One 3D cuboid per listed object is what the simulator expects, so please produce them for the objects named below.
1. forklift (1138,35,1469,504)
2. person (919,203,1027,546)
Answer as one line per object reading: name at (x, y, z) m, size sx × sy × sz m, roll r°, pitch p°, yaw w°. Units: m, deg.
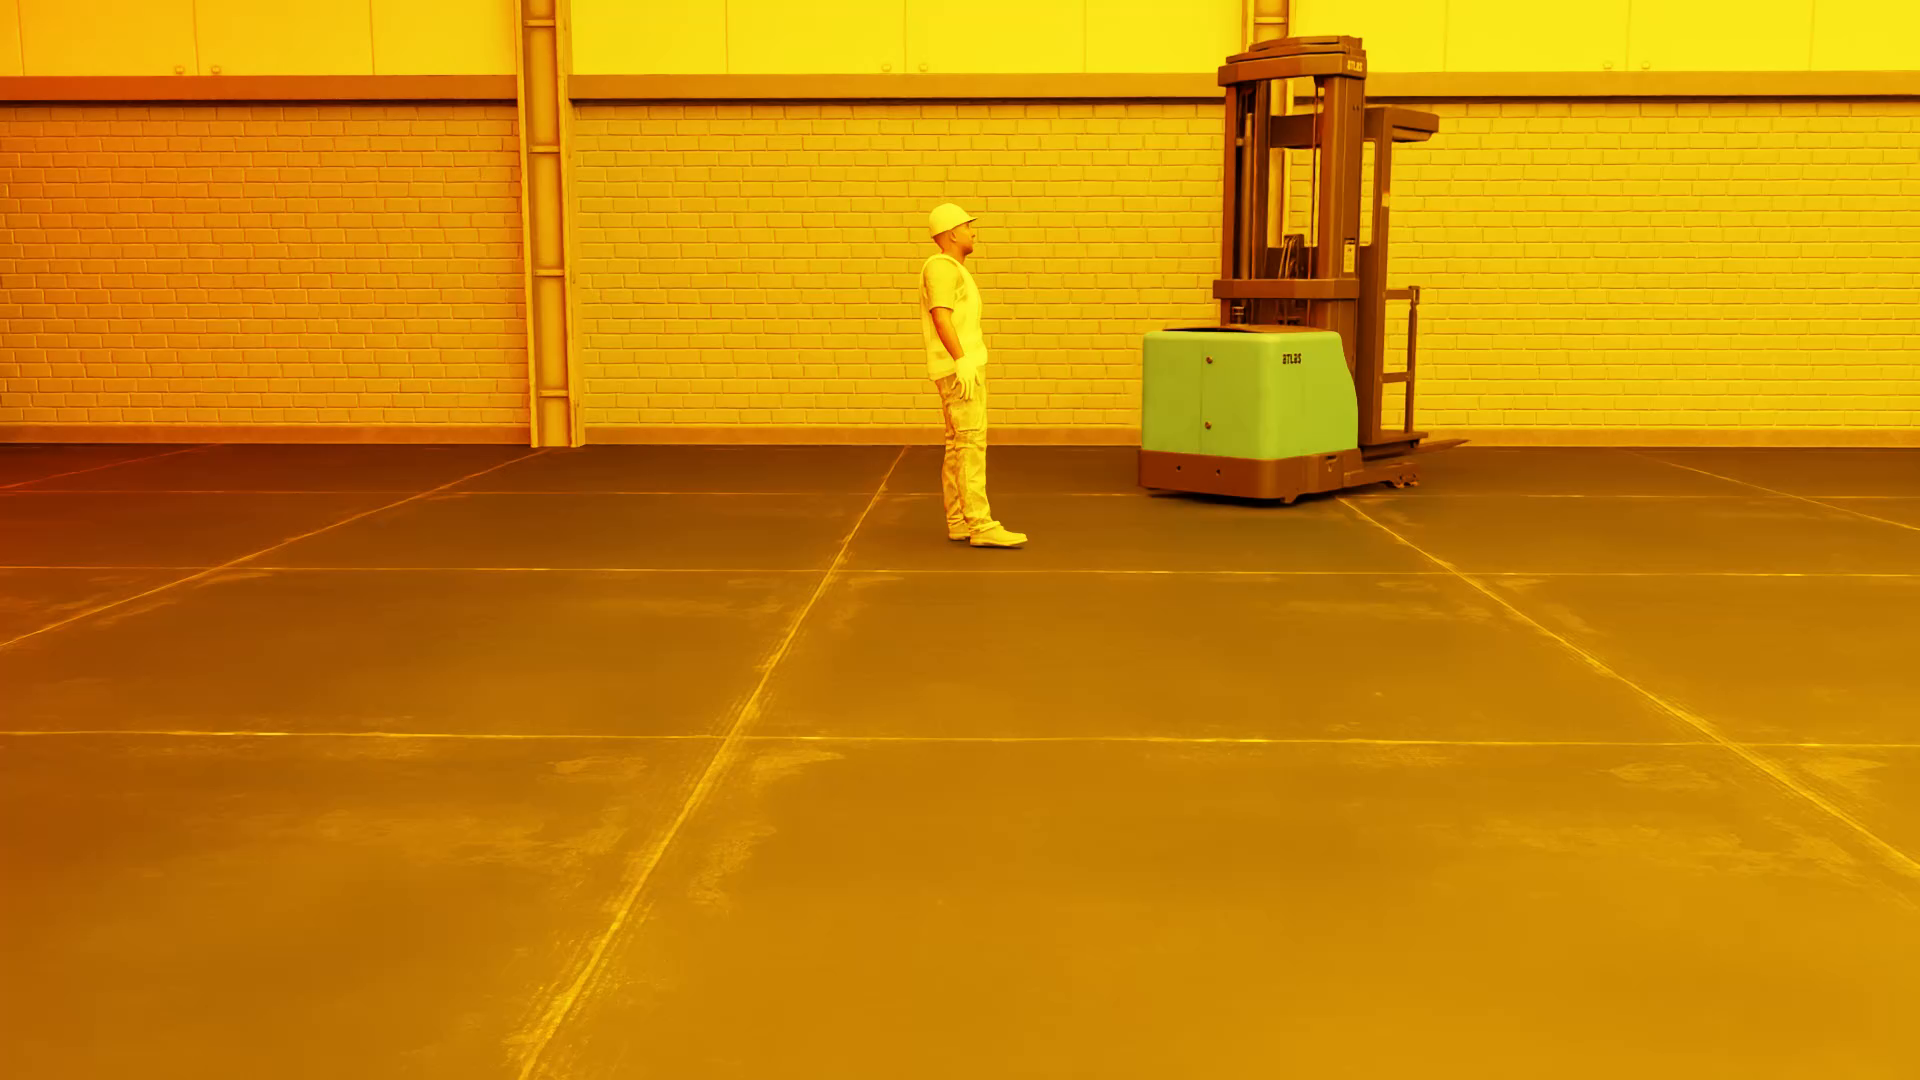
forklift at (2.531, -1.843, 11.366) m, size 1.130 × 2.935 × 3.031 m, roll 8°, pitch 12°, yaw 42°
person at (0.072, -0.887, 8.857) m, size 0.575 × 1.784 × 0.656 m, roll 0°, pitch 9°, yaw 1°
